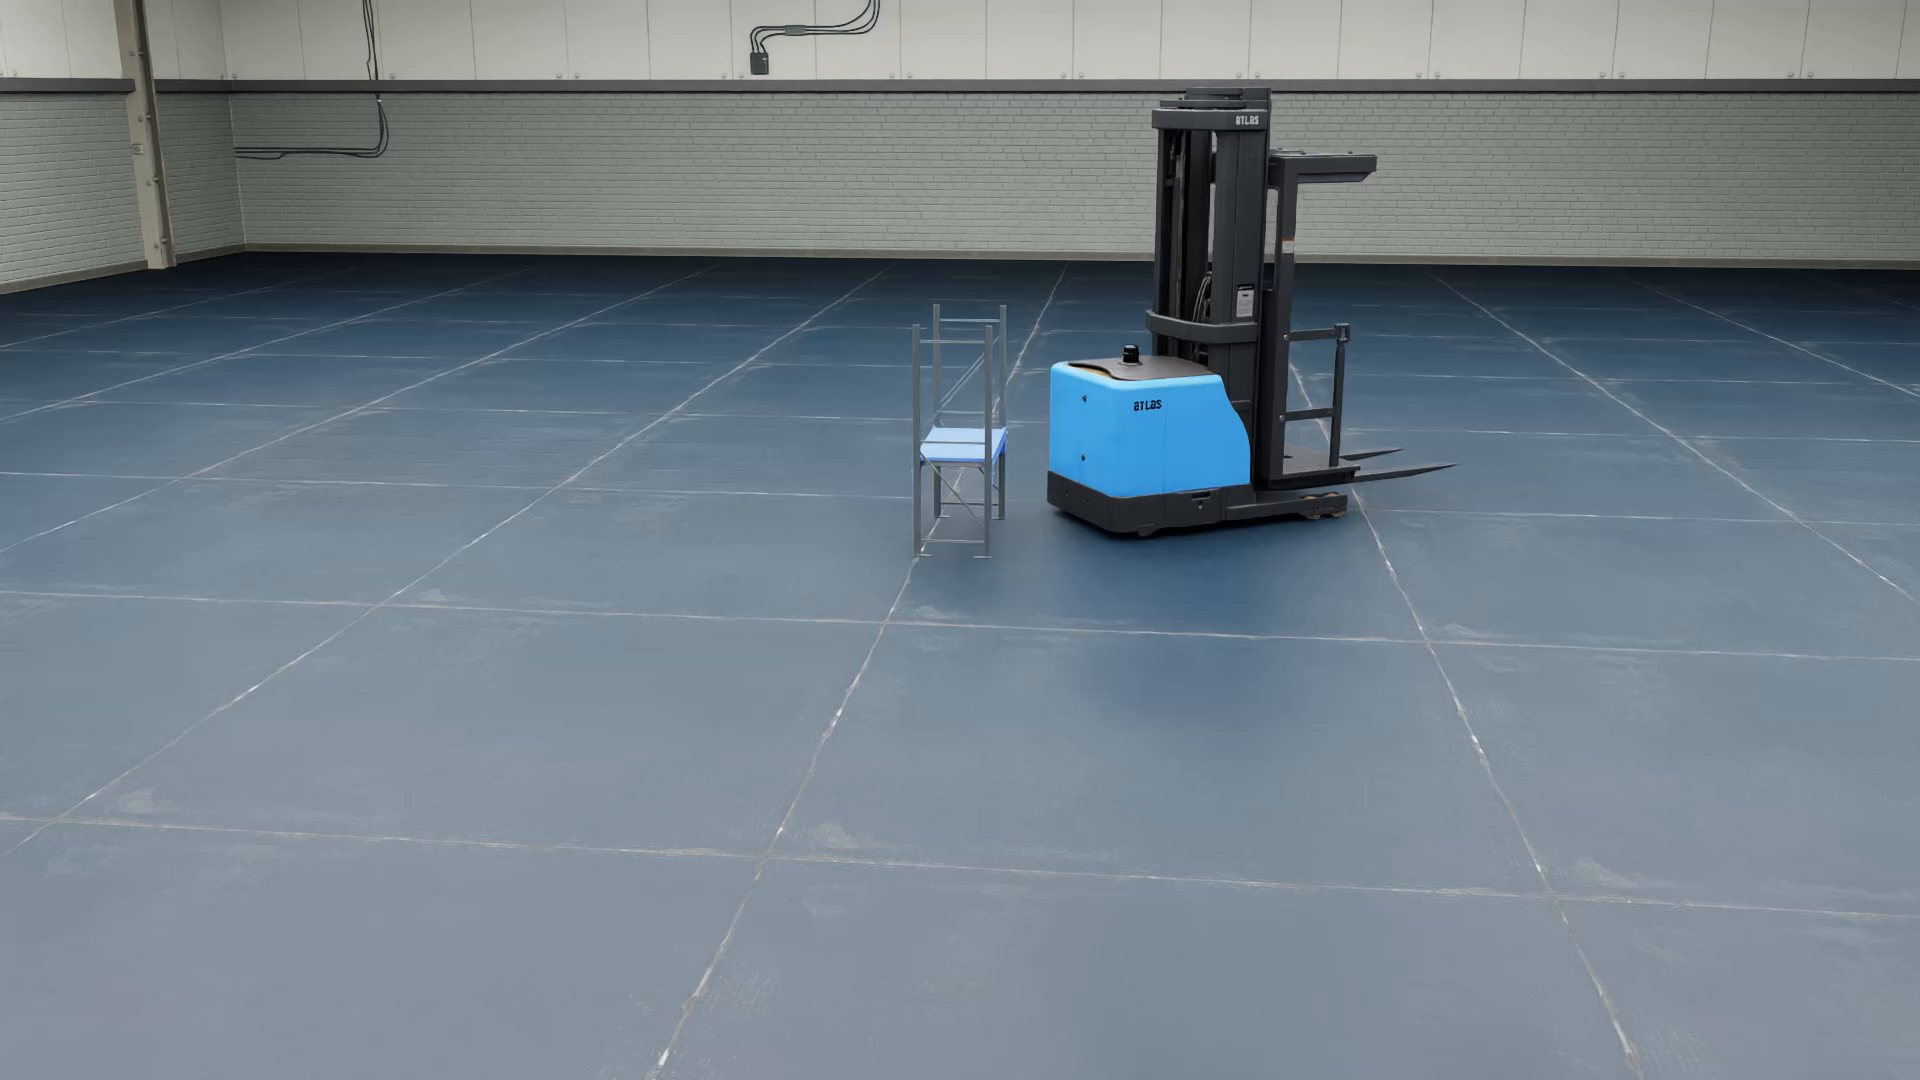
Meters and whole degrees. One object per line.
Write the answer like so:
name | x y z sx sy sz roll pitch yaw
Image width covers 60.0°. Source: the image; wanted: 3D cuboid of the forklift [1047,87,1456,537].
forklift | 2.182 -1.674 11.738 3.031 2.935 1.130 -7 17 -24

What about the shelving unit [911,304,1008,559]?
shelving unit | 0.010 -0.746 11.048 0.538 1.500 1.048 2 15 6

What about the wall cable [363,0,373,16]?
wall cable | -9.276 -10.577 29.311 3.097 2.526 0.112 2 15 6

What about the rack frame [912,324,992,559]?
rack frame | -0.048 -0.614 10.561 0.500 1.500 0.032 2 15 6

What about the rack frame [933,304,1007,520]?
rack frame | 0.067 -0.878 11.536 0.500 1.500 0.032 2 15 6

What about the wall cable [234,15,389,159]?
wall cable | -11.964 -8.218 30.265 3.097 2.526 0.112 2 15 6

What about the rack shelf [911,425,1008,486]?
rack shelf | 0.010 -0.572 11.095 0.538 0.185 1.000 2 15 6

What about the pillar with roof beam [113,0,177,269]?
pillar with roof beam | -9.332 -8.865 26.709 9.100 9.000 0.400 2 15 6

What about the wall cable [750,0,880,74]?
wall cable | -2.533 -11.075 28.366 2.305 6.003 0.169 2 15 6
